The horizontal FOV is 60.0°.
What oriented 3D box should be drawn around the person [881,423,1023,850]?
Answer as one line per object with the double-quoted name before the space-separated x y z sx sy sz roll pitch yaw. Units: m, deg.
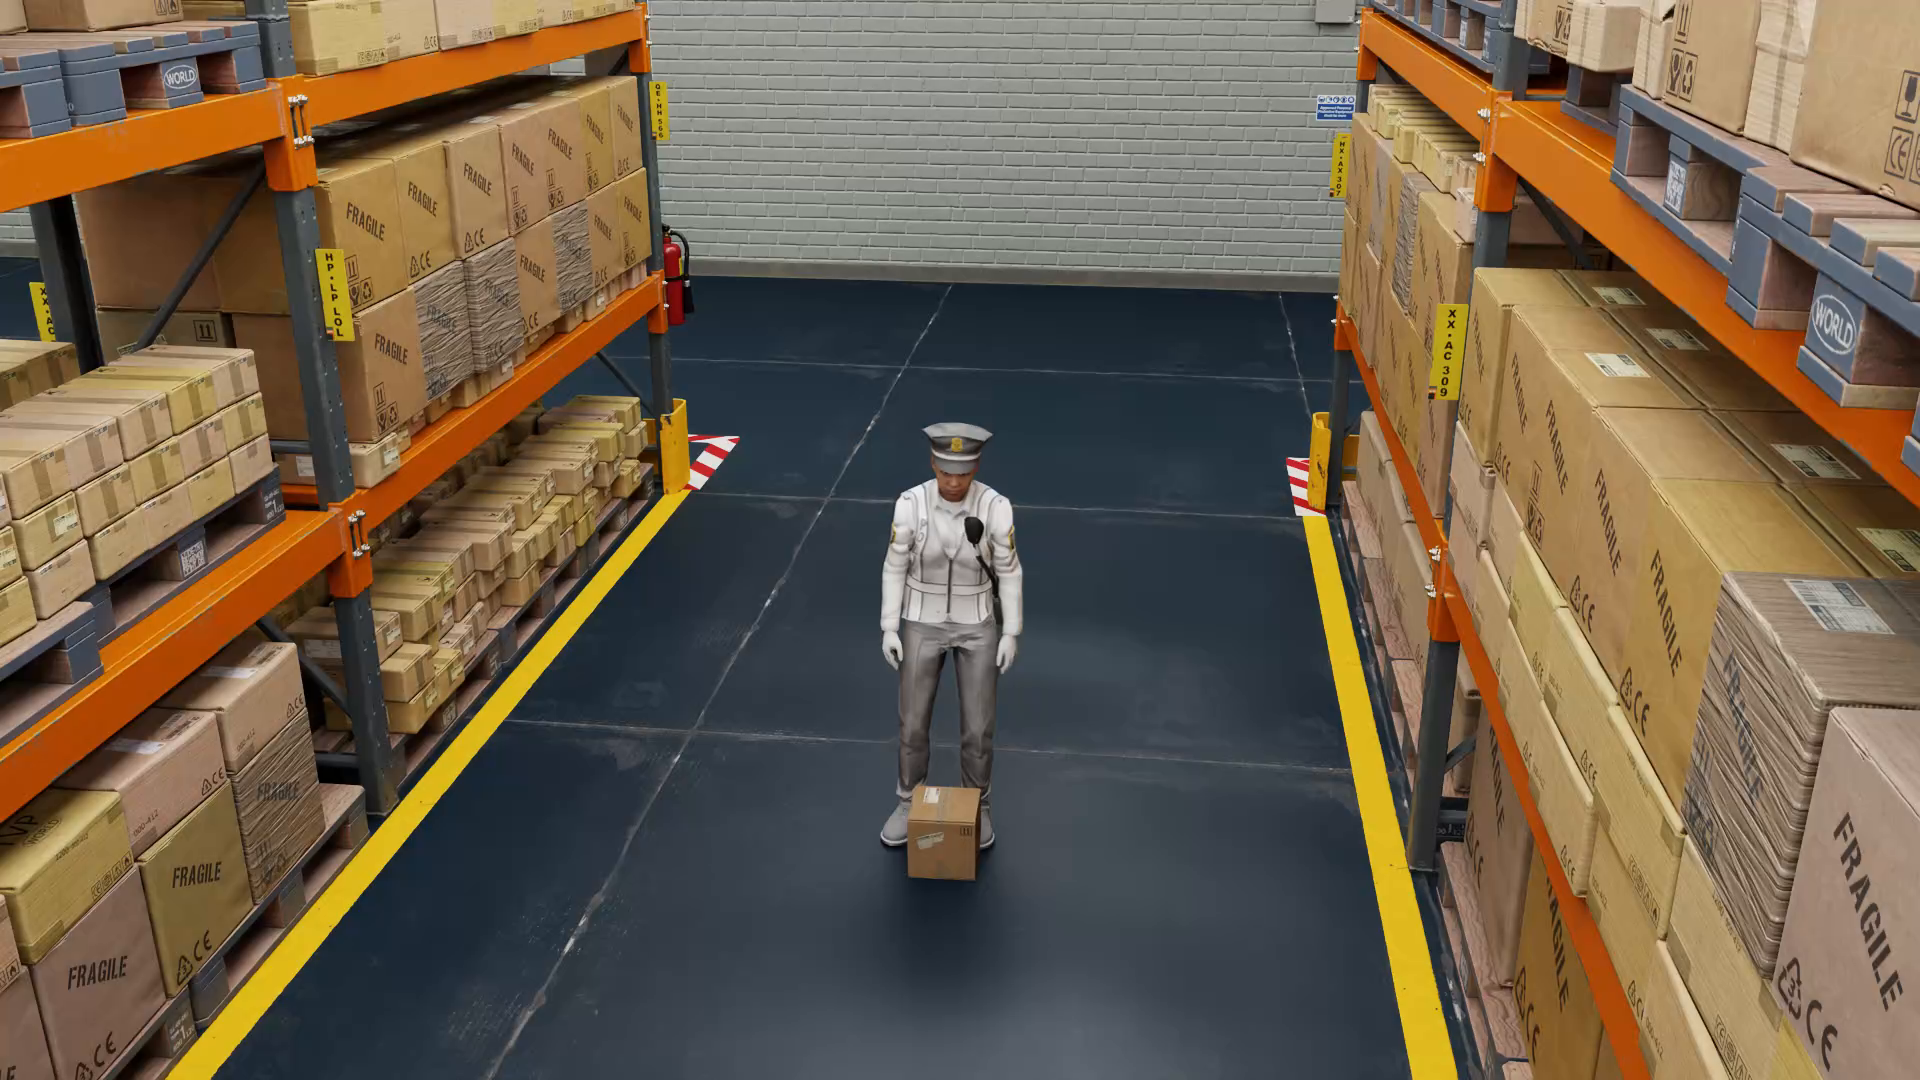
"person" -0.033 0.349 6.185 0.533 1.662 0.374 1 21 4
